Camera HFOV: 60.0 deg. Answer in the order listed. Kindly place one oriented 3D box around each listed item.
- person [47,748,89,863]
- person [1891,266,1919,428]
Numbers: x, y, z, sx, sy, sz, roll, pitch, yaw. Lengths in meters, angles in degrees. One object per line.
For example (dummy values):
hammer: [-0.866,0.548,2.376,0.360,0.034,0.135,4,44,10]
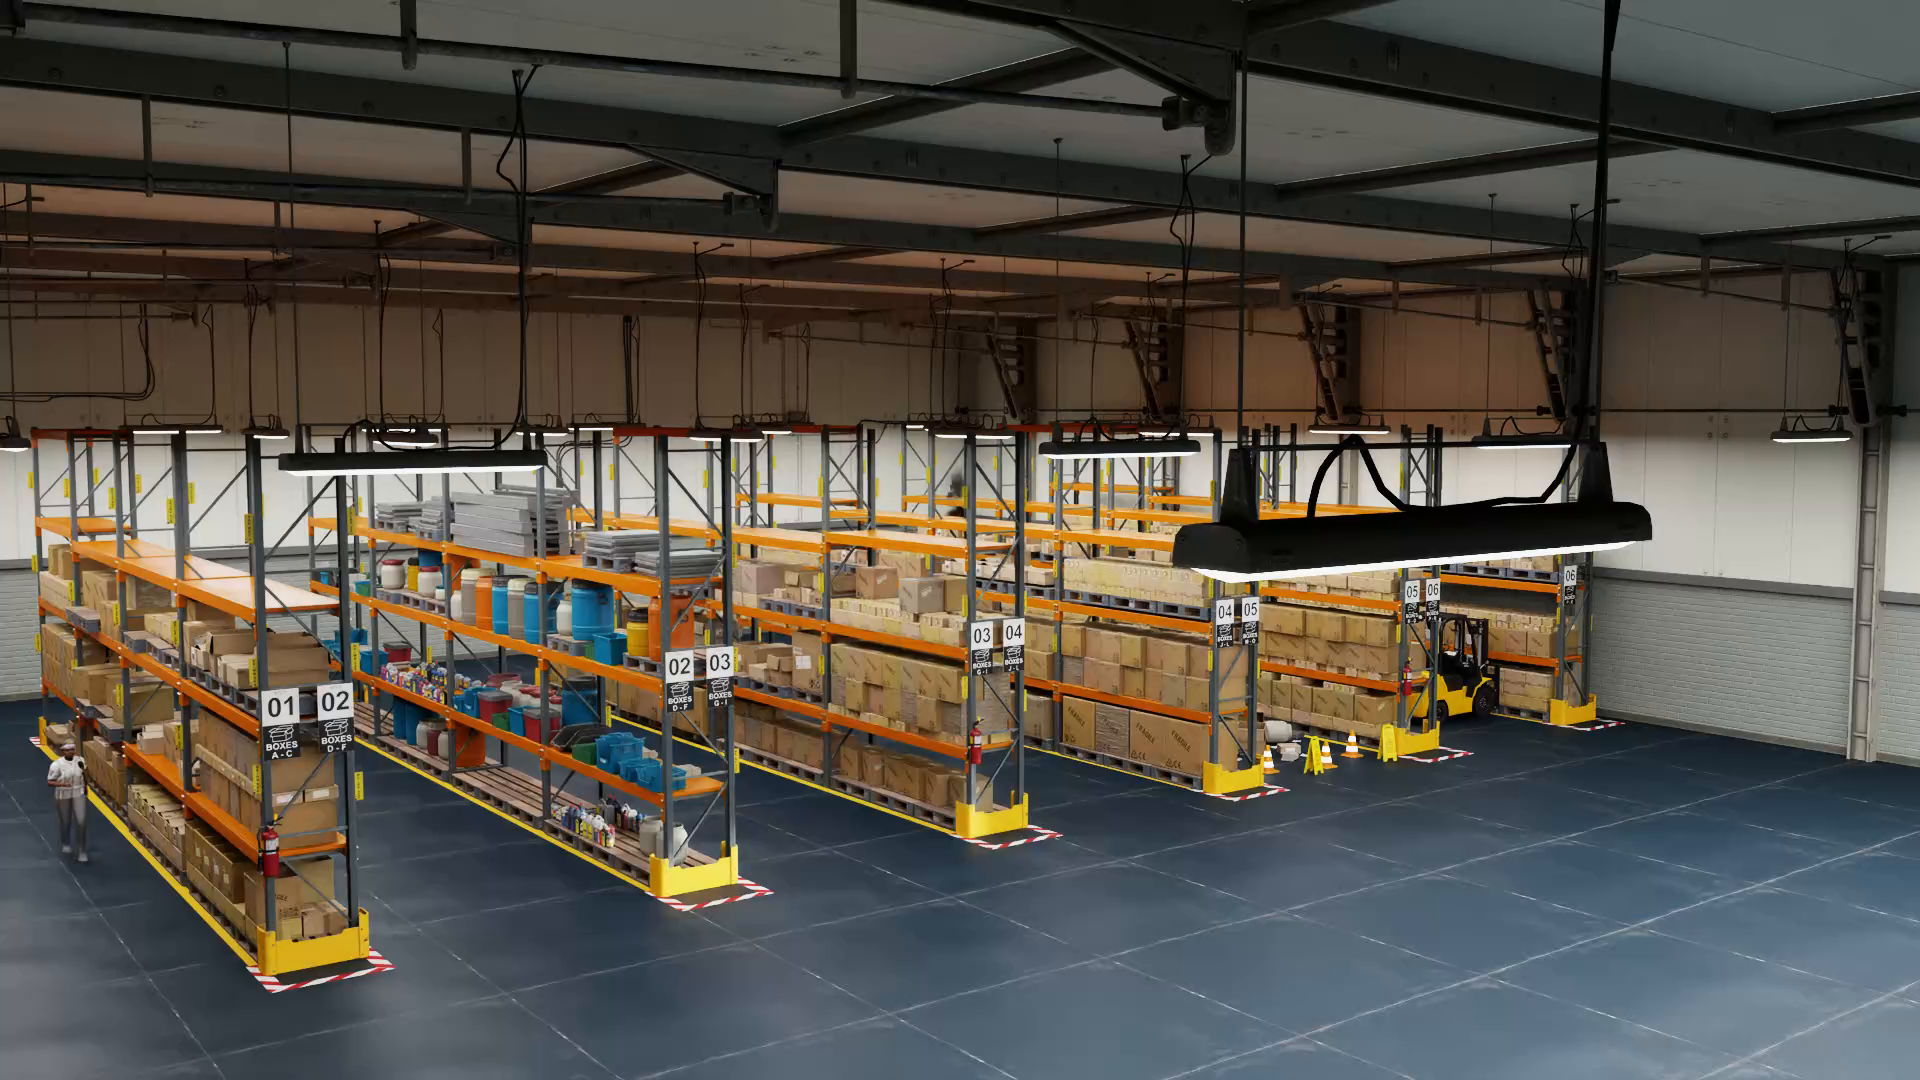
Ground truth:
person: [-12.521,3.679,23.388,0.563,1.700,0.766,-3,5,-35]
person: [9.855,-0.903,34.882,26.689,9.010,9.444,2,5,24]
